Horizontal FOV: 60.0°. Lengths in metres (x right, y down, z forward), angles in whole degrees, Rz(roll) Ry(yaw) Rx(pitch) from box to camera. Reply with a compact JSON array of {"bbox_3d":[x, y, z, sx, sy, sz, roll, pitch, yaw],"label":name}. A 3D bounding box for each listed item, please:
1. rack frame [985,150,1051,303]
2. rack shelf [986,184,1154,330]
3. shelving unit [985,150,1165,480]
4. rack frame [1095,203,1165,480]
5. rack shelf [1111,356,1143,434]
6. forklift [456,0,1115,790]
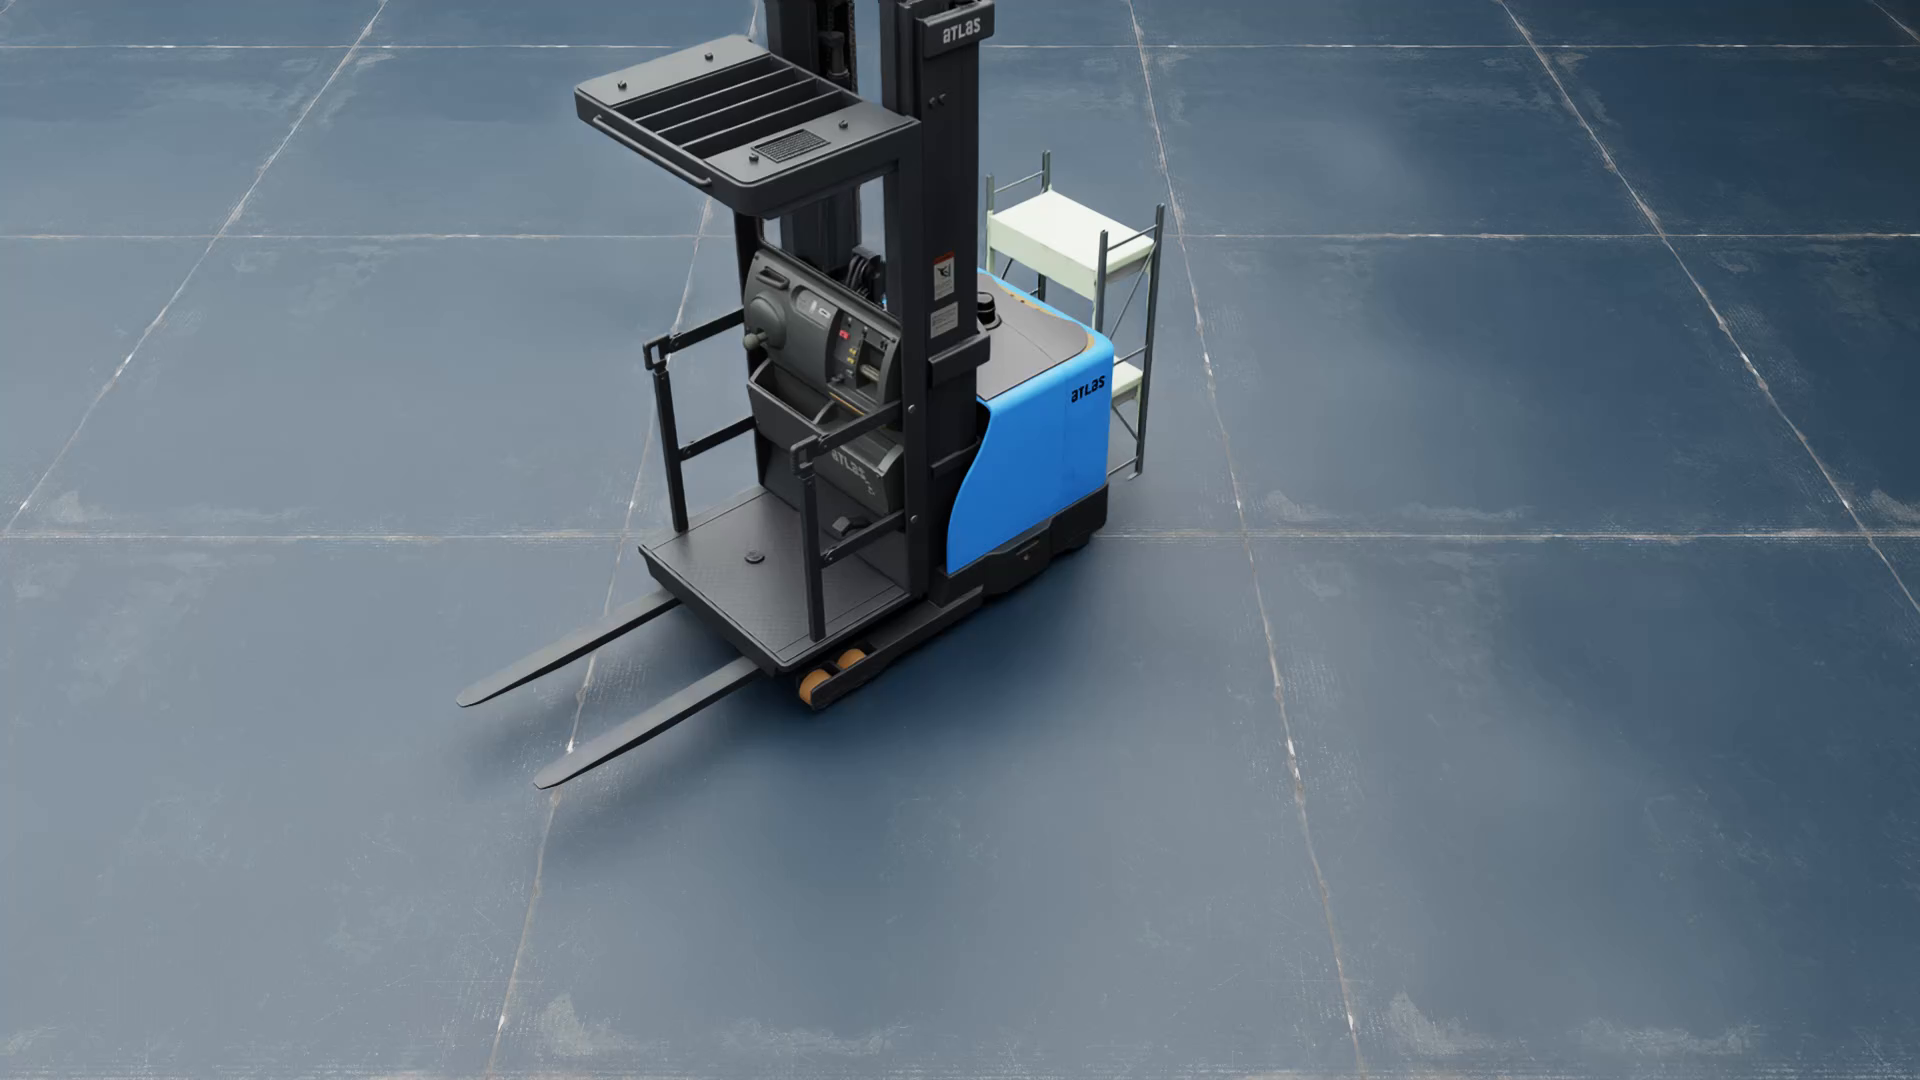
[{"bbox_3d":[0.276,-1.185,8.274,0.400,1.500,0.023,-29,47,-32],"label":"rack frame"},{"bbox_3d":[0.522,-1.320,7.819,0.431,0.370,0.720,-29,47,-32],"label":"rack shelf"},{"bbox_3d":[0.522,-1.015,8.063,0.431,1.500,0.755,-29,47,-32],"label":"shelving unit"},{"bbox_3d":[0.768,-0.845,7.851,0.400,1.500,0.023,-29,47,-32],"label":"rack frame"},{"bbox_3d":[0.522,-0.761,8.267,0.431,0.370,0.720,-29,47,-32],"label":"rack shelf"},{"bbox_3d":[-0.726,-0.795,6.643,3.031,2.935,1.130,-30,47,-32],"label":"forklift"}]
